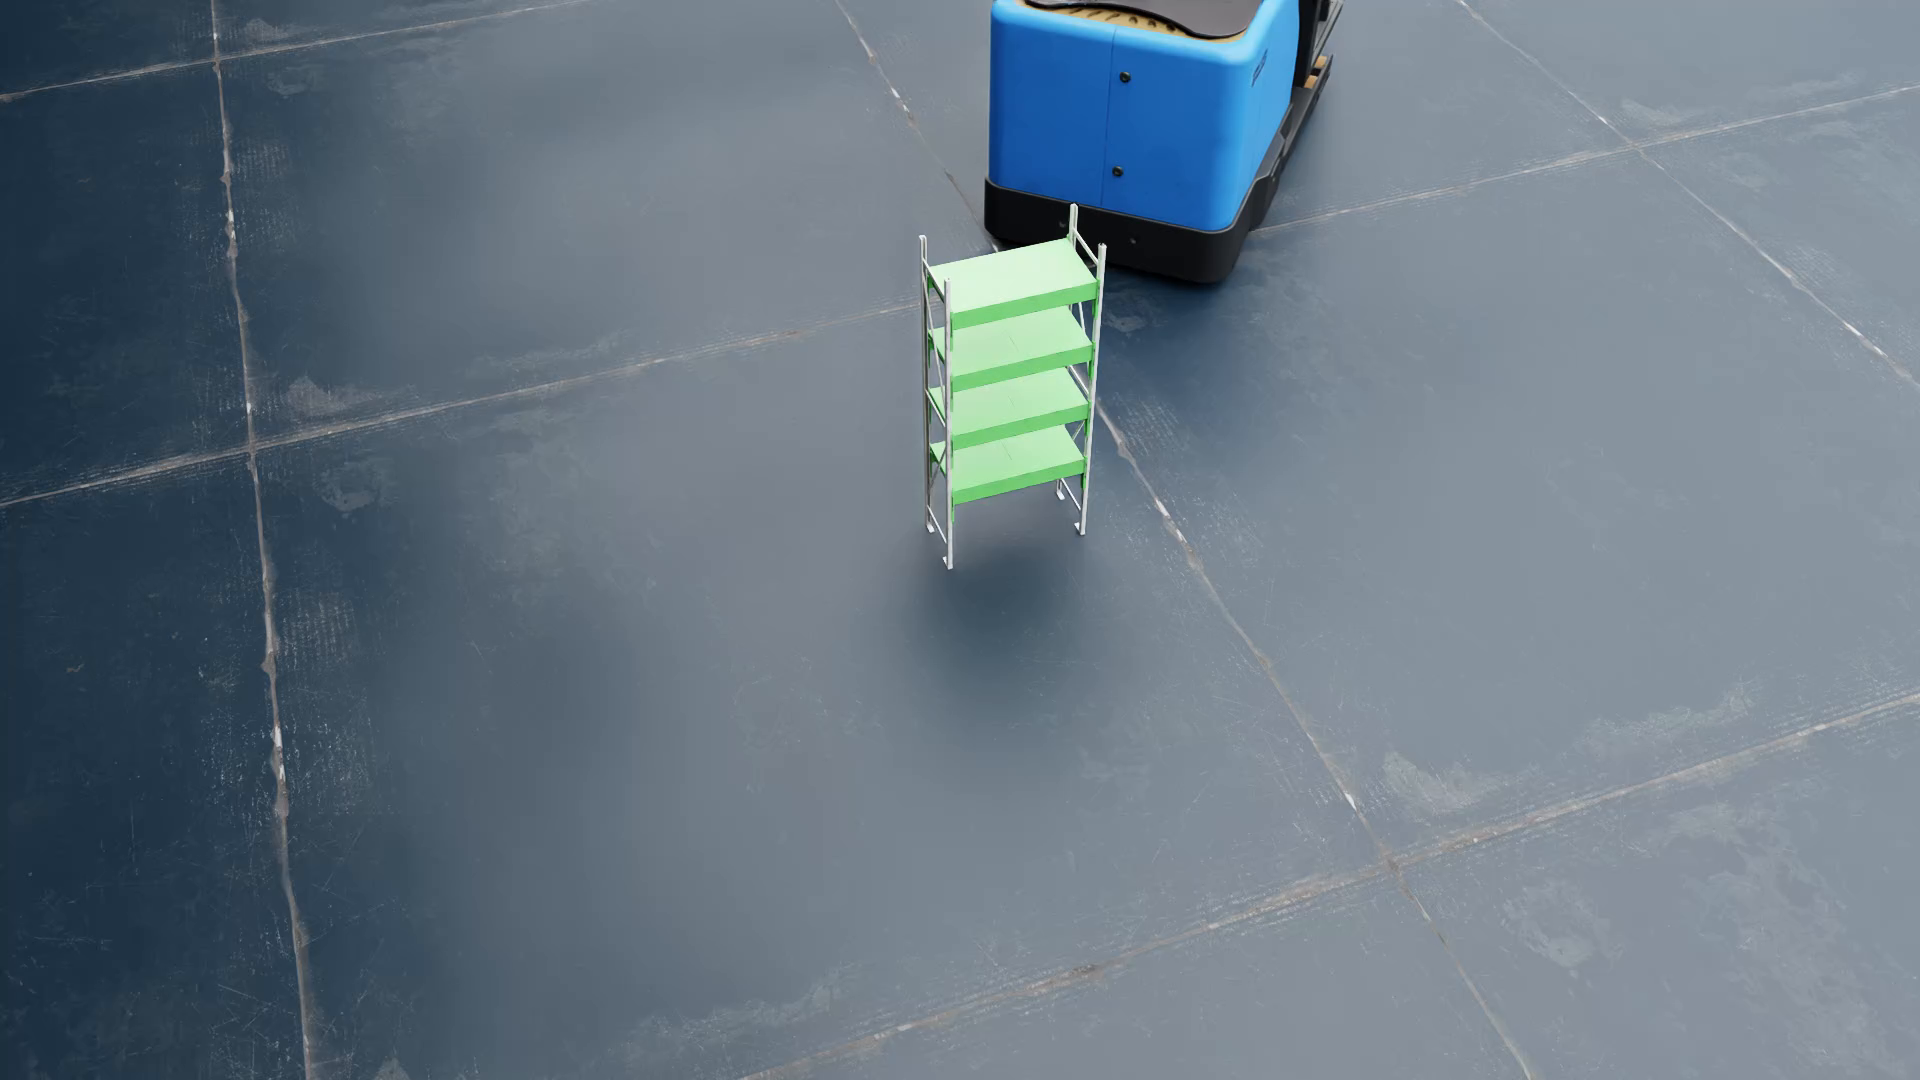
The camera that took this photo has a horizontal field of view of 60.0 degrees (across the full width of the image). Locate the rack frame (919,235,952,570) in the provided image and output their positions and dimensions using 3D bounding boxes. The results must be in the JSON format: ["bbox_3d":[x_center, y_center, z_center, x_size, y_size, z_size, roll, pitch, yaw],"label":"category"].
[{"bbox_3d":[-0.074,-0.405,5.306,0.015,1.200,0.240,-14,47,-14],"label":"rack frame"}]

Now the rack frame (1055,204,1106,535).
[{"bbox_3d":[0.385,-0.522,5.423,0.015,1.200,0.240,-14,47,-14],"label":"rack frame"}]

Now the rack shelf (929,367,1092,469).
[{"bbox_3d":[0.156,-0.418,5.410,0.480,0.148,0.258,-14,47,-14],"label":"rack shelf"}]

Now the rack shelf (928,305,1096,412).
[{"bbox_3d":[0.156,-0.588,5.240,0.480,0.148,0.258,-14,47,-14],"label":"rack shelf"}]

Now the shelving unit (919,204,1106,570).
[{"bbox_3d":[0.156,-0.463,5.365,0.503,1.200,0.258,-14,47,-14],"label":"shelving unit"}]

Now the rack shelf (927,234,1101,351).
[{"bbox_3d":[0.156,-0.757,5.070,0.480,0.148,0.258,-14,47,-14],"label":"rack shelf"}]

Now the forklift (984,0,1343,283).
[{"bbox_3d":[1.111,-3.126,6.797,1.130,2.935,3.031,16,47,15],"label":"forklift"}]

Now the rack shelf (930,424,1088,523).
[{"bbox_3d":[0.156,-0.249,5.580,0.480,0.148,0.258,-14,47,-14],"label":"rack shelf"}]
